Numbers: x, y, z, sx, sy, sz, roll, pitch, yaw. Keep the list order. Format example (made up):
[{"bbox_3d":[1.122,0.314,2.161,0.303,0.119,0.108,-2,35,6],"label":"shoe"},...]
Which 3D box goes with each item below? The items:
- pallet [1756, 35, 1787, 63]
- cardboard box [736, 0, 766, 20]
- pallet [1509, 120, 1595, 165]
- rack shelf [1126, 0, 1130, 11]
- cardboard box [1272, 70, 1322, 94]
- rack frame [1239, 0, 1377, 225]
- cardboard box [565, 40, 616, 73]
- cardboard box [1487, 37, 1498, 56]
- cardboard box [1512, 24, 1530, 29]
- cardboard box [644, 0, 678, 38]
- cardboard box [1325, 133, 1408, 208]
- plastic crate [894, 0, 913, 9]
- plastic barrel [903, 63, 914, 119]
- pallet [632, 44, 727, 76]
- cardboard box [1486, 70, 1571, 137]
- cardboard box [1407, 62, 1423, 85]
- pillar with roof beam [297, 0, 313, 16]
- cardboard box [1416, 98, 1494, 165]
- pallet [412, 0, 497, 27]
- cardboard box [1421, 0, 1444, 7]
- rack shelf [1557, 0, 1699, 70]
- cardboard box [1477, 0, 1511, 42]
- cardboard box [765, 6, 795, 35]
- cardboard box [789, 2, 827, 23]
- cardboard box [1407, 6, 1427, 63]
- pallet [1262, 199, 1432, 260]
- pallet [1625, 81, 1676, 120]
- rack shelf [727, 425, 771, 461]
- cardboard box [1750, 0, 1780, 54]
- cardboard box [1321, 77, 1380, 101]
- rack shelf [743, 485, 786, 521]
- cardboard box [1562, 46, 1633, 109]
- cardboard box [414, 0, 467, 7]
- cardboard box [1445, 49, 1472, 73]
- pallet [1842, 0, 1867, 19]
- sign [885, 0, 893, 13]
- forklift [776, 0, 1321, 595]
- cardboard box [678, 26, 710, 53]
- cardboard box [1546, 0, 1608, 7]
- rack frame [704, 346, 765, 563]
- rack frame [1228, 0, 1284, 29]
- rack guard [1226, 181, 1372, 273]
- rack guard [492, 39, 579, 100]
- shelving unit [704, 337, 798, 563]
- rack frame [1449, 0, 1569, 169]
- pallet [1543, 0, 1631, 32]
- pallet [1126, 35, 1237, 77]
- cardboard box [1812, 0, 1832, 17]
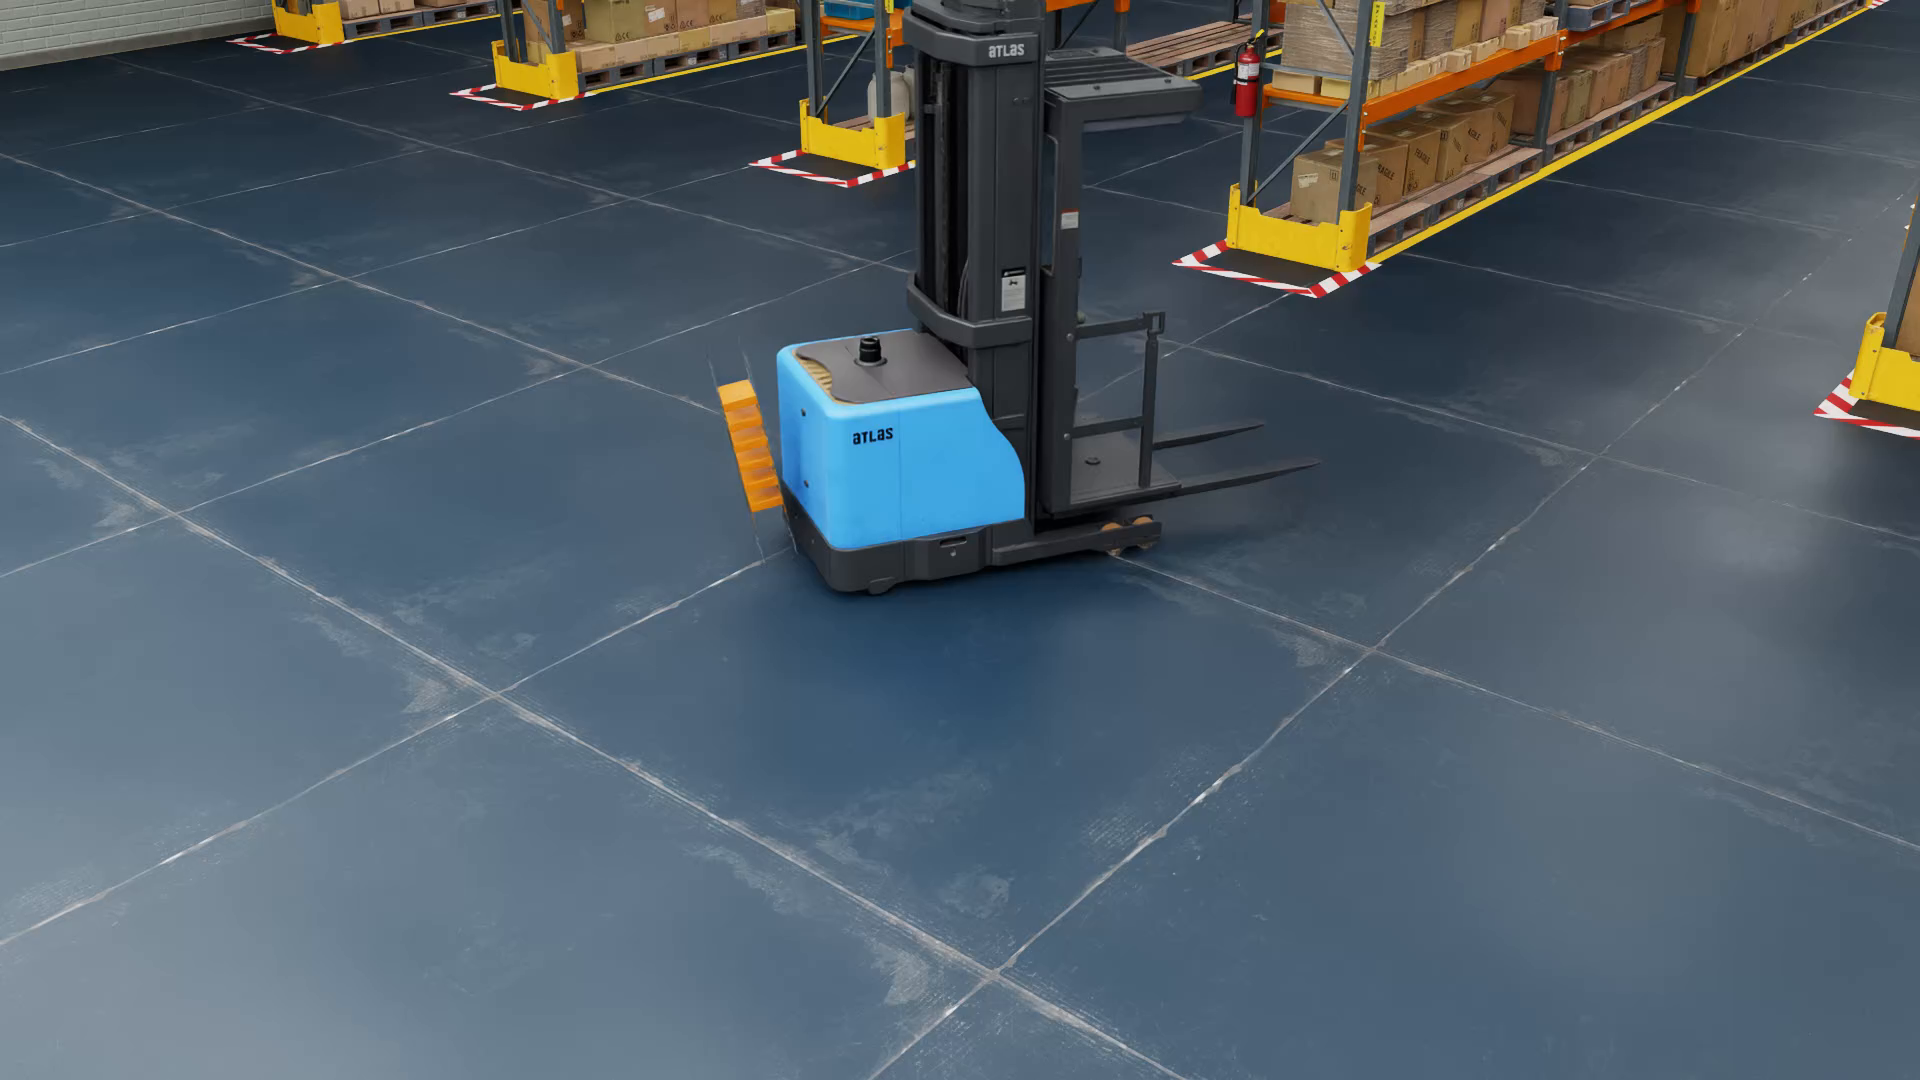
[{"bbox_3d":[9.936,-6.403,21.397,1.003,0.211,1.213,21,34,34],"label":"pallet"},{"bbox_3d":[-2.814,-6.893,21.030,0.500,0.500,0.500,21,34,34],"label":"cardboard box"},{"bbox_3d":[5.775,-4.139,17.020,1.003,0.211,1.213,21,34,34],"label":"pallet"},{"bbox_3d":[2.731,-6.938,20.179,1.077,0.370,4.000,21,34,34],"label":"rack shelf"},{"bbox_3d":[2.758,-3.732,13.473,0.380,0.149,0.250,21,34,34],"label":"cardboard box"},{"bbox_3d":[2.736,-3.682,13.104,1.000,3.000,0.127,21,34,34],"label":"rack frame"},{"bbox_3d":[-4.393,-5.669,19.480,0.500,0.250,0.500,21,34,34],"label":"cardboard box"},{"bbox_3d":[4.537,-4.398,14.761,0.380,0.149,0.250,21,34,34],"label":"cardboard box"},{"bbox_3d":[4.999,-4.670,15.286,0.380,0.149,0.250,21,34,34],"label":"cardboard box"},{"bbox_3d":[-3.768,-6.361,20.001,0.500,0.500,0.500,21,34,34],"label":"cardboard box"},{"bbox_3d":[3.500,-3.197,14.429,0.500,0.500,0.500,-18,32,-31],"label":"cardboard box"},{"bbox_3d":[-0.581,-5.557,16.890,0.499,0.251,0.408,21,34,34],"label":"plastic crate"},{"bbox_3d":[-0.407,-4.645,17.215,0.421,0.512,0.421,0,27,0],"label":"plastic barrel"},{"bbox_3d":[-3.675,-6.055,20.724,1.003,0.211,1.213,21,34,34],"label":"pallet"},{"bbox_3d":[5.688,-4.397,16.727,0.700,0.500,0.500,18,32,31],"label":"cardboard box"},{"bbox_3d":[3.589,-3.864,13.729,0.380,0.149,0.250,21,34,34],"label":"cardboard box"},{"bbox_3d":[-5.631,-9.933,18.657,9.100,9.000,0.400,21,34,34],"label":"pillar with roof beam"},{"bbox_3d":[4.637,-3.842,15.675,0.500,0.500,0.500,-16,31,-28],"label":"cardboard box"},{"bbox_3d":[-7.362,-7.522,23.561,1.003,0.211,1.213,21,34,34],"label":"pallet"},{"bbox_3d":[3.620,-4.594,13.344,0.500,0.500,0.500,21,34,34],"label":"cardboard box"},{"bbox_3d":[6.553,-5.490,17.381,1.077,0.370,4.000,21,34,34],"label":"rack shelf"},{"bbox_3d":[4.361,-4.762,14.758,0.875,0.500,0.500,21,34,34],"label":"cardboard box"},{"bbox_3d":[-2.487,-6.734,21.538,0.500,0.250,0.500,21,34,34],"label":"cardboard box"},{"bbox_3d":[-1.913,-7.033,22.116,0.500,0.250,0.500,20,33,33],"label":"cardboard box"},{"bbox_3d":[3.333,-4.258,13.784,0.875,0.500,0.500,21,34,34],"label":"cardboard box"},{"bbox_3d":[3.329,-2.749,14.333,1.003,0.211,1.213,21,34,34],"label":"pallet"},{"bbox_3d":[7.327,-5.004,18.693,1.003,0.211,1.213,21,34,34],"label":"pallet"},{"bbox_3d":[-1.117,-0.529,8.787,0.180,0.103,0.258,-16,30,-9],"label":"rack shelf"},{"bbox_3d":[9.410,-6.630,20.657,1.225,0.875,0.875,19,33,33],"label":"cardboard box"},{"bbox_3d":[3.101,-3.602,13.222,0.380,0.149,0.250,21,34,34],"label":"cardboard box"},{"bbox_3d":[-1.057,-0.222,8.965,0.180,0.103,0.258,-16,30,-9],"label":"rack shelf"},{"bbox_3d":[6.716,-4.957,17.810,0.700,0.500,0.500,24,36,38],"label":"cardboard box"},{"bbox_3d":[-7.353,-7.777,23.261,0.700,0.500,0.500,18,33,31],"label":"cardboard box"},{"bbox_3d":[4.130,-4.106,14.195,0.380,0.149,0.250,21,34,34],"label":"cardboard box"},{"bbox_3d":[12.465,-7.810,24.118,1.003,0.211,1.213,21,34,34],"label":"pallet"},{"bbox_3d":[-0.664,-5.091,15.525,0.100,0.325,0.005,21,34,34],"label":"sign"},{"bbox_3d":[0.570,-1.439,8.842,3.031,2.935,1.130,-11,29,-19],"label":"forklift"},{"bbox_3d":[-3.437,-6.201,20.507,0.500,0.250,0.500,21,34,34],"label":"cardboard box"},{"bbox_3d":[5.894,-5.794,16.076,1.000,1.000,1.000,21,34,35],"label":"cardboard box"},{"bbox_3d":[-1.191,-0.439,8.811,0.006,1.200,0.240,-16,30,-9],"label":"rack frame"},{"bbox_3d":[4.003,-7.966,21.385,1.000,3.000,0.127,21,34,34],"label":"rack frame"},{"bbox_3d":[2.785,-2.599,13.730,1.175,0.500,0.348,21,34,34],"label":"rack guard"},{"bbox_3d":[-4.921,-5.460,19.261,1.175,0.500,0.348,21,34,34],"label":"rack guard"},{"bbox_3d":[-1.105,-0.464,8.825,0.189,1.200,0.258,-16,30,-9],"label":"shelving unit"},{"bbox_3d":[5.281,-5.101,15.845,1.000,3.000,0.127,21,34,34],"label":"rack frame"},{"bbox_3d":[5.879,-5.244,16.331,1.003,0.211,1.213,21,34,34],"label":"pallet"},{"bbox_3d":[2.704,-6.034,20.684,1.003,0.211,1.213,21,34,34],"label":"pallet"},{"bbox_3d":[11.423,-7.710,22.744,0.875,0.875,0.875,21,34,34],"label":"cardboard box"}]
